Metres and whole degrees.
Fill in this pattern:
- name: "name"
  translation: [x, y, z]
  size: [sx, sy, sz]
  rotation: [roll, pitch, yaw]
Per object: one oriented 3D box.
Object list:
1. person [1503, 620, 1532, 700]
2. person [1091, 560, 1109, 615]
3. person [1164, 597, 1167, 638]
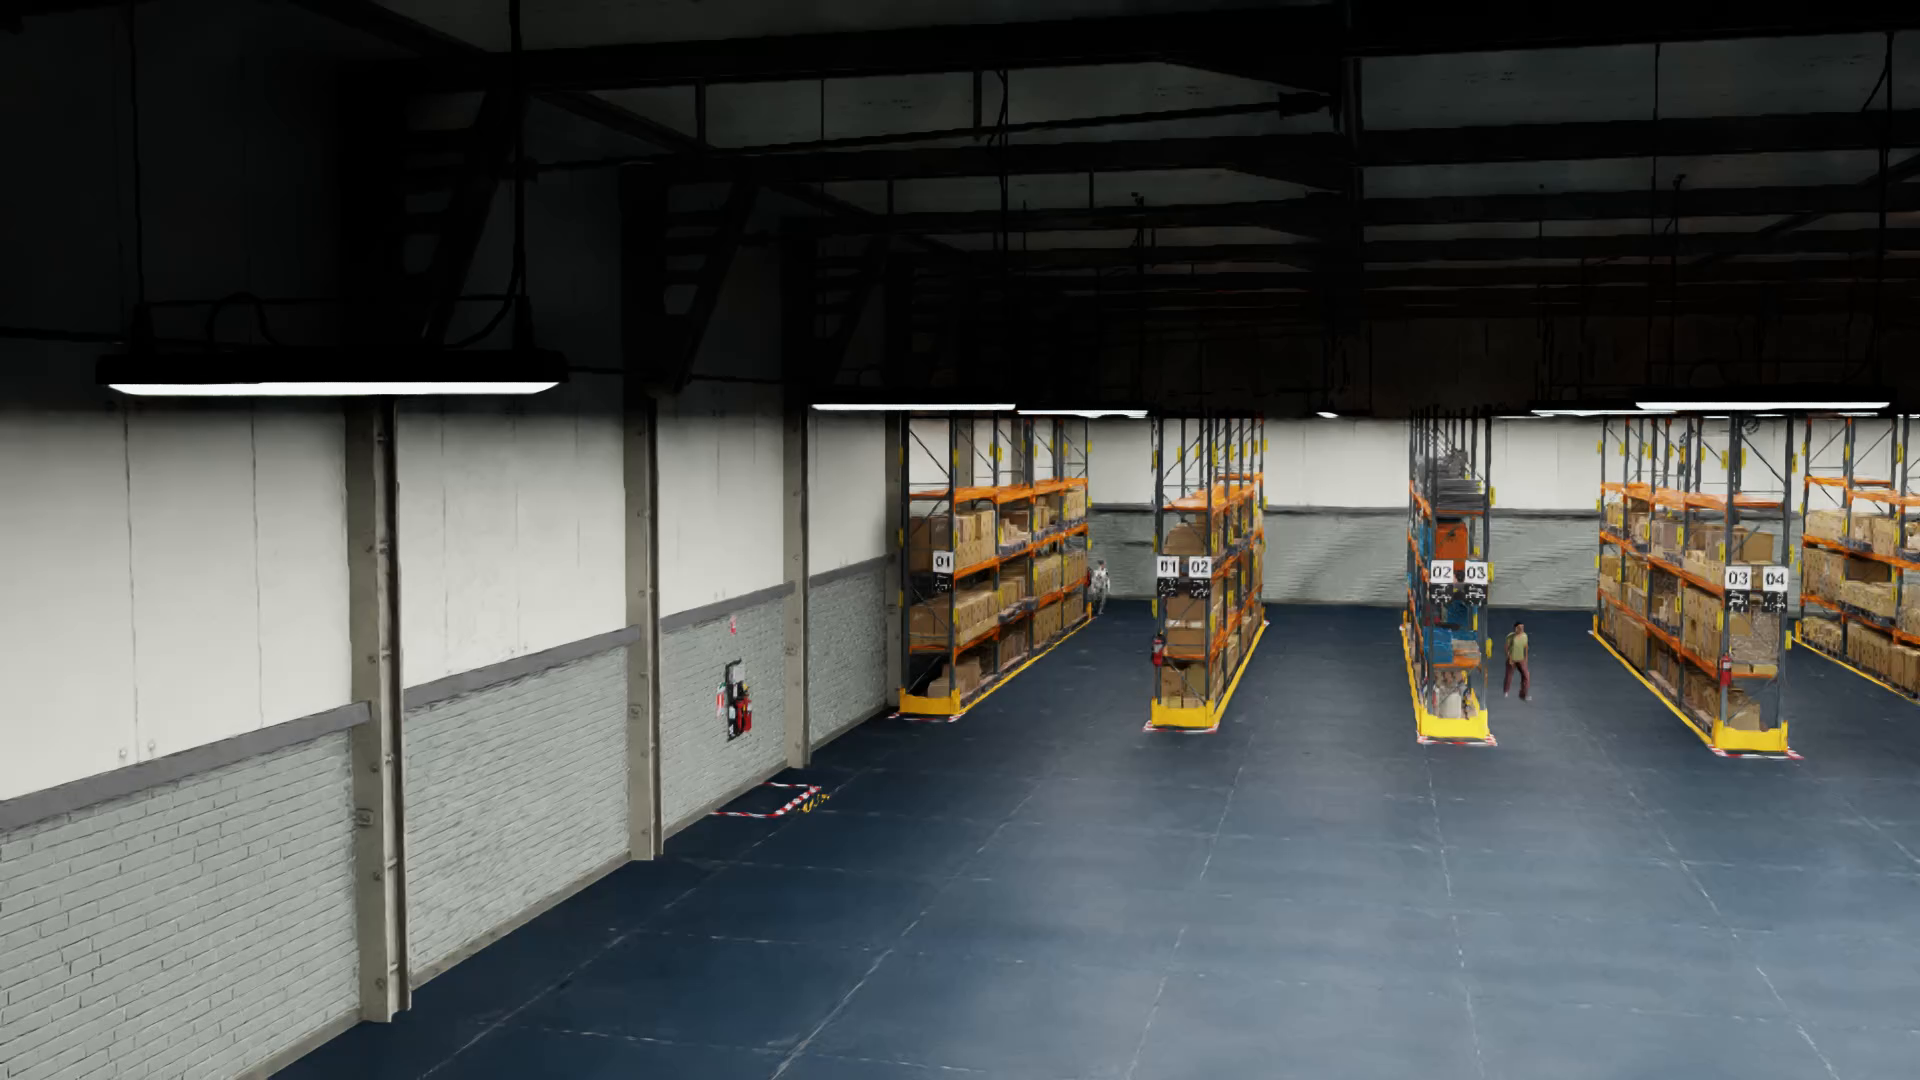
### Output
- name: "person"
  translation: [11.443, 2.449, 34.216]
  size: [0.585, 1.629, 0.718]
  rotation: [0, 4, -5]
- name: "person"
  translation: [4.124, 1.381, 49.283]
  size: [0.574, 1.640, 0.652]
  rotation: [-2, 4, -23]
- name: "person"
  translation: [5.635, 1.808, 43.634]
  size: [0.592, 1.589, 0.518]
  rotation: [1, 4, 12]
